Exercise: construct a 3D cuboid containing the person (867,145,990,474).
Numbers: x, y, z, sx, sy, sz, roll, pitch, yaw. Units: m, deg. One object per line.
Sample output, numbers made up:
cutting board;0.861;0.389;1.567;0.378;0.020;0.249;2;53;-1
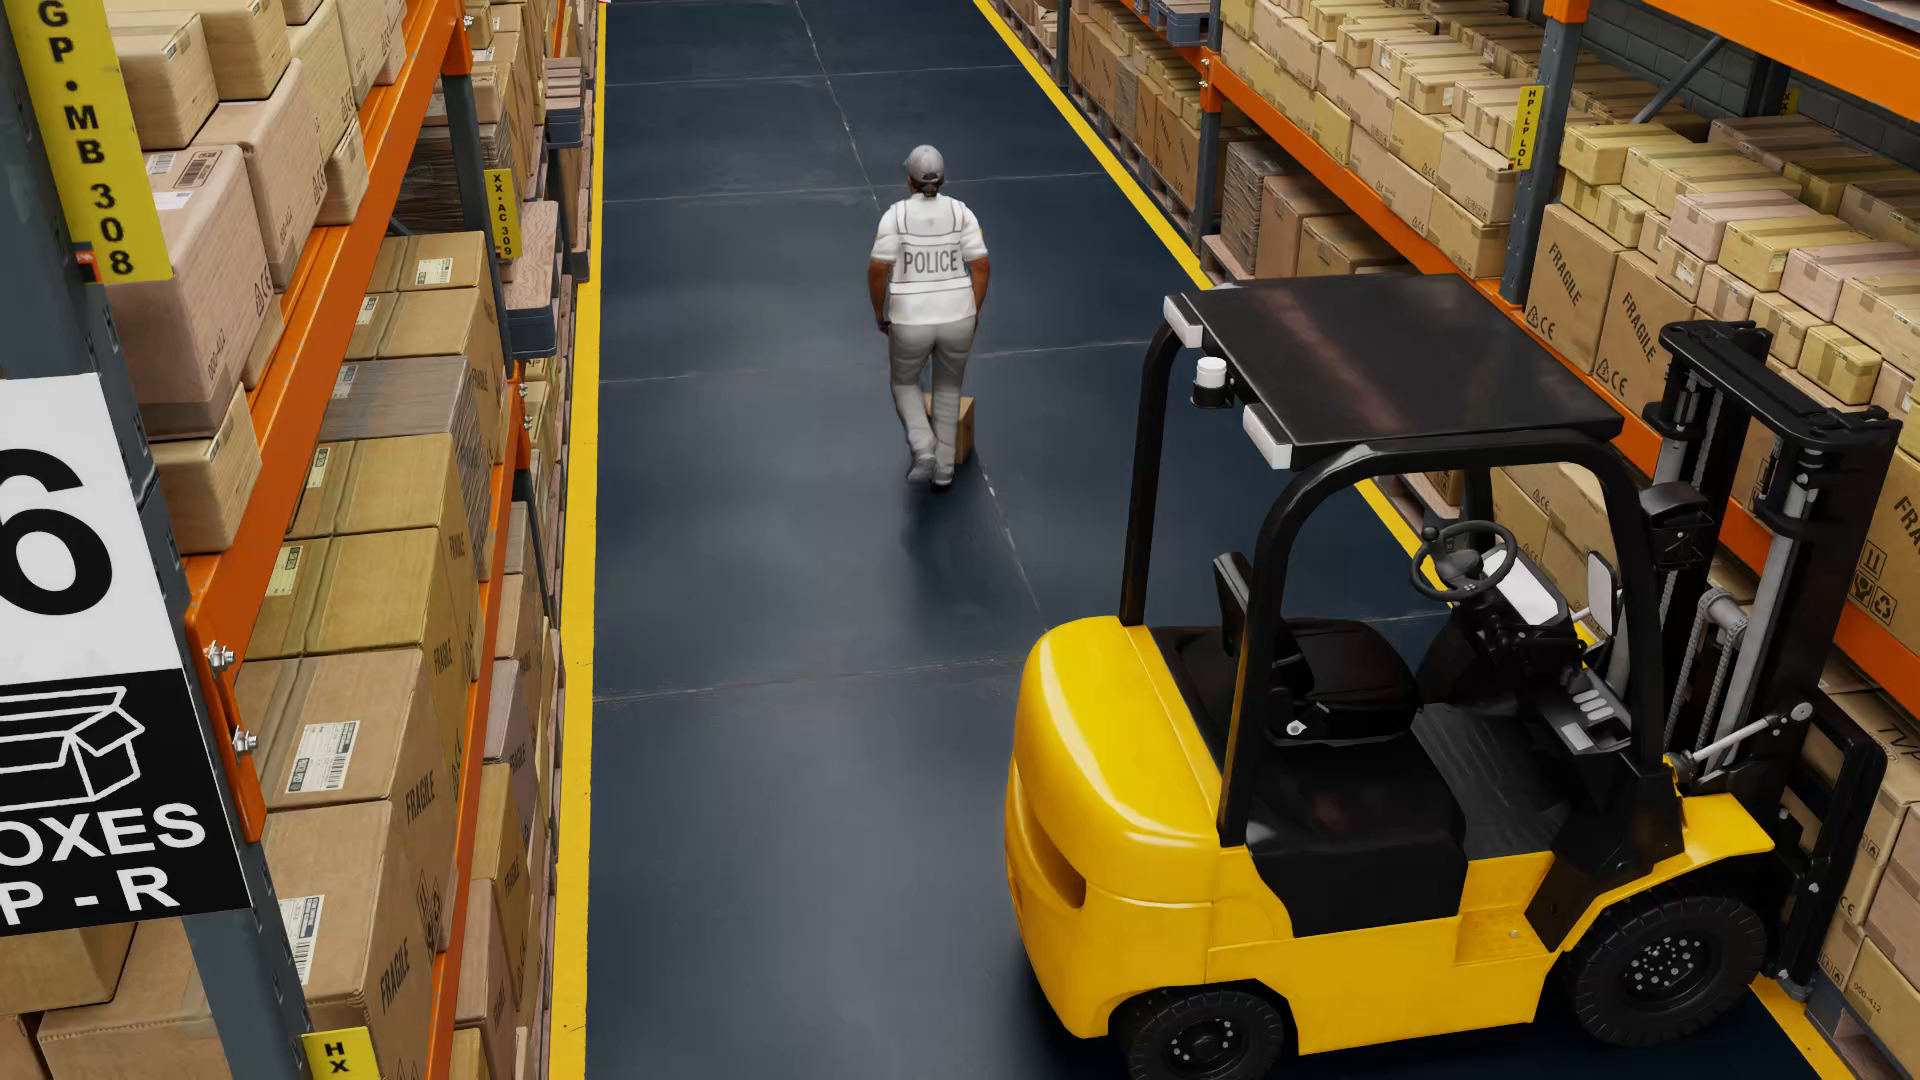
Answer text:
person;-0.151;-1.069;7.884;0.578;1.547;0.598;-6;31;-10
